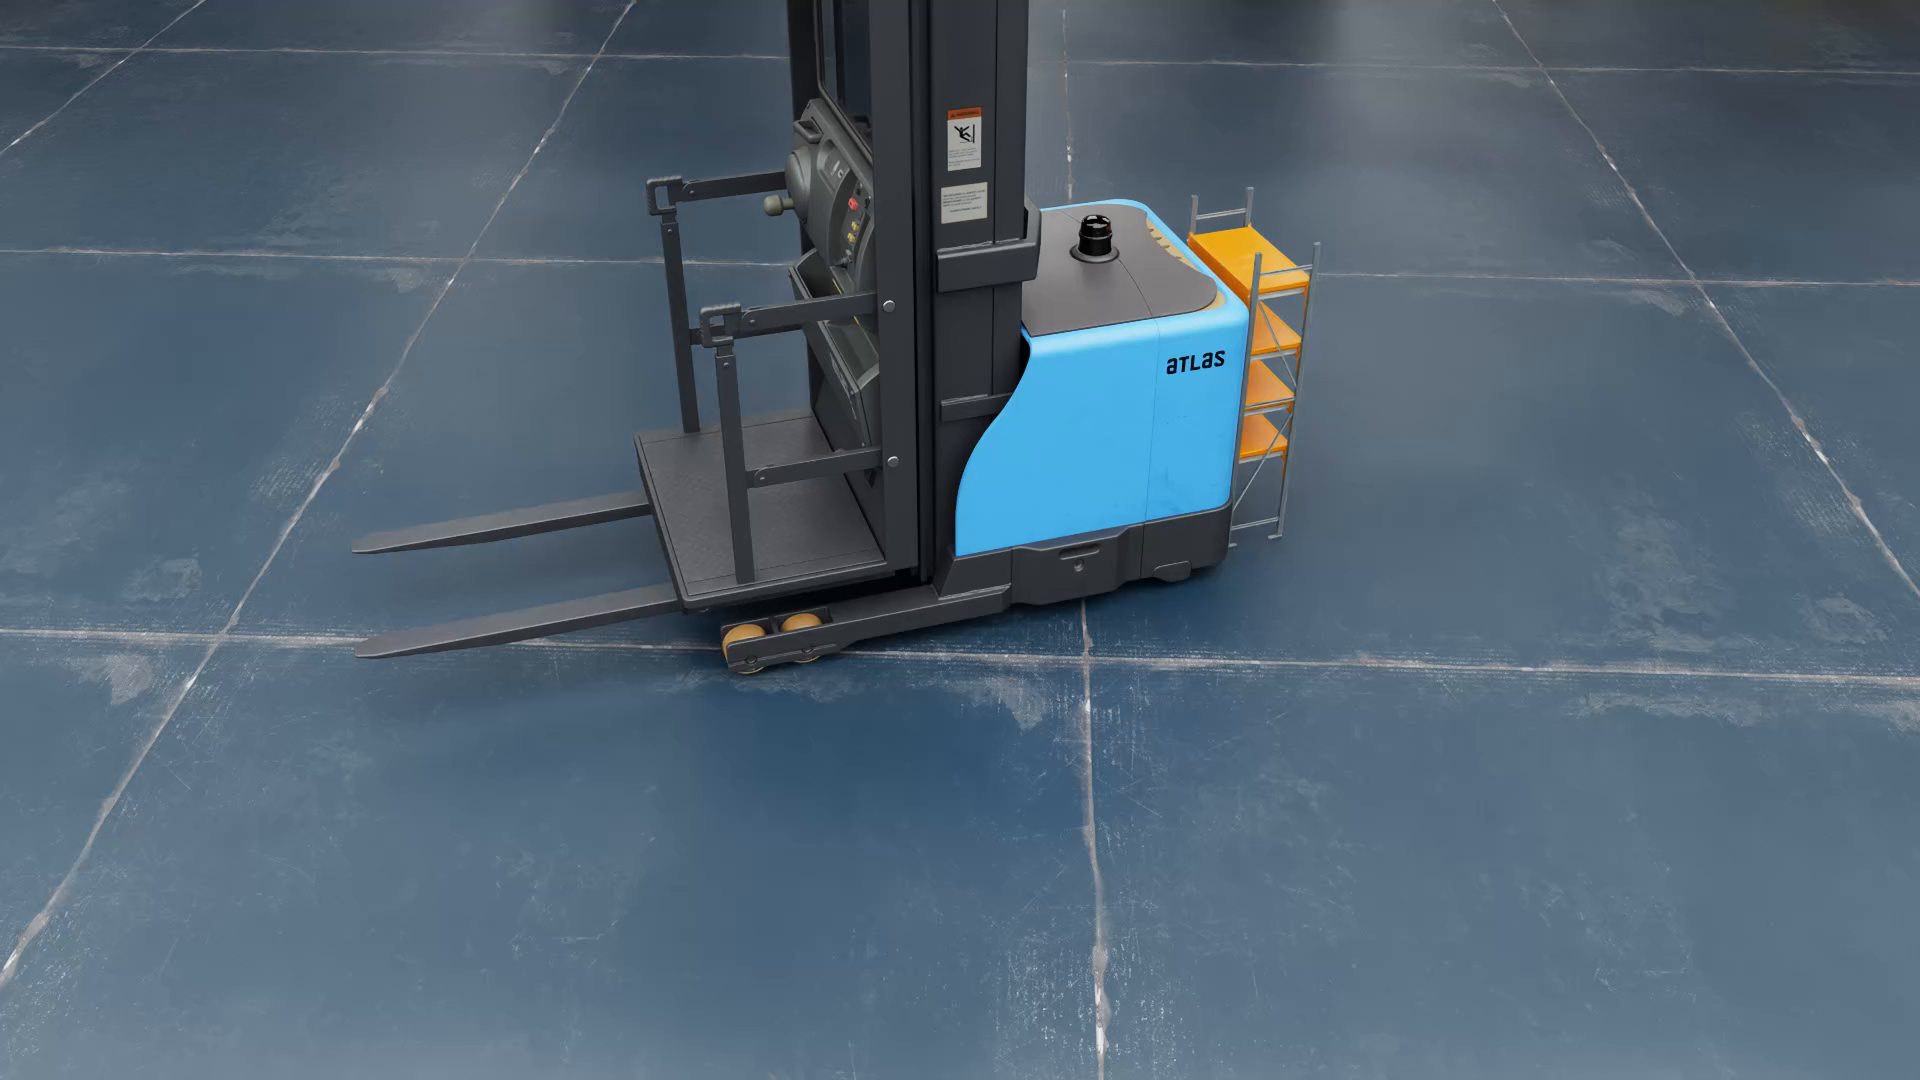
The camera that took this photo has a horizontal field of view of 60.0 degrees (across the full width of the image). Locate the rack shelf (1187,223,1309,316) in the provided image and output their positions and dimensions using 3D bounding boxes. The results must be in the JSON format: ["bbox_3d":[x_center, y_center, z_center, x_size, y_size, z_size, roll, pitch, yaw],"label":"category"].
[{"bbox_3d":[1.016,-0.938,5.857,0.258,0.148,0.480,-11,37,-16],"label":"rack shelf"}]

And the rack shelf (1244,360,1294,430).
[{"bbox_3d":[1.016,-0.561,6.122,0.258,0.148,0.480,-11,37,-16],"label":"rack shelf"}]

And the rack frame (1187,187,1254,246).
[{"bbox_3d":[0.936,-0.749,6.272,0.240,1.200,0.015,-11,37,-16],"label":"rack frame"}]

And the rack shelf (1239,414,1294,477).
[{"bbox_3d":[1.016,-0.399,6.236,0.258,0.148,0.480,-11,37,-16],"label":"rack shelf"}]

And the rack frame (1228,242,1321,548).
[{"bbox_3d":[1.096,-0.484,5.895,0.240,1.200,0.015,-11,37,-16],"label":"rack frame"}]

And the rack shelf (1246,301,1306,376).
[{"bbox_3d":[1.016,-0.744,5.993,0.258,0.148,0.480,-11,37,-16],"label":"rack shelf"}]

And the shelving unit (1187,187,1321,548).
[{"bbox_3d":[1.016,-0.616,6.083,0.258,1.200,0.503,-11,37,-16],"label":"shelving unit"}]

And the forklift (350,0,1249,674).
[{"bbox_3d":[-0.599,-1.089,5.251,3.031,2.935,1.130,-10,36,-14],"label":"forklift"}]
